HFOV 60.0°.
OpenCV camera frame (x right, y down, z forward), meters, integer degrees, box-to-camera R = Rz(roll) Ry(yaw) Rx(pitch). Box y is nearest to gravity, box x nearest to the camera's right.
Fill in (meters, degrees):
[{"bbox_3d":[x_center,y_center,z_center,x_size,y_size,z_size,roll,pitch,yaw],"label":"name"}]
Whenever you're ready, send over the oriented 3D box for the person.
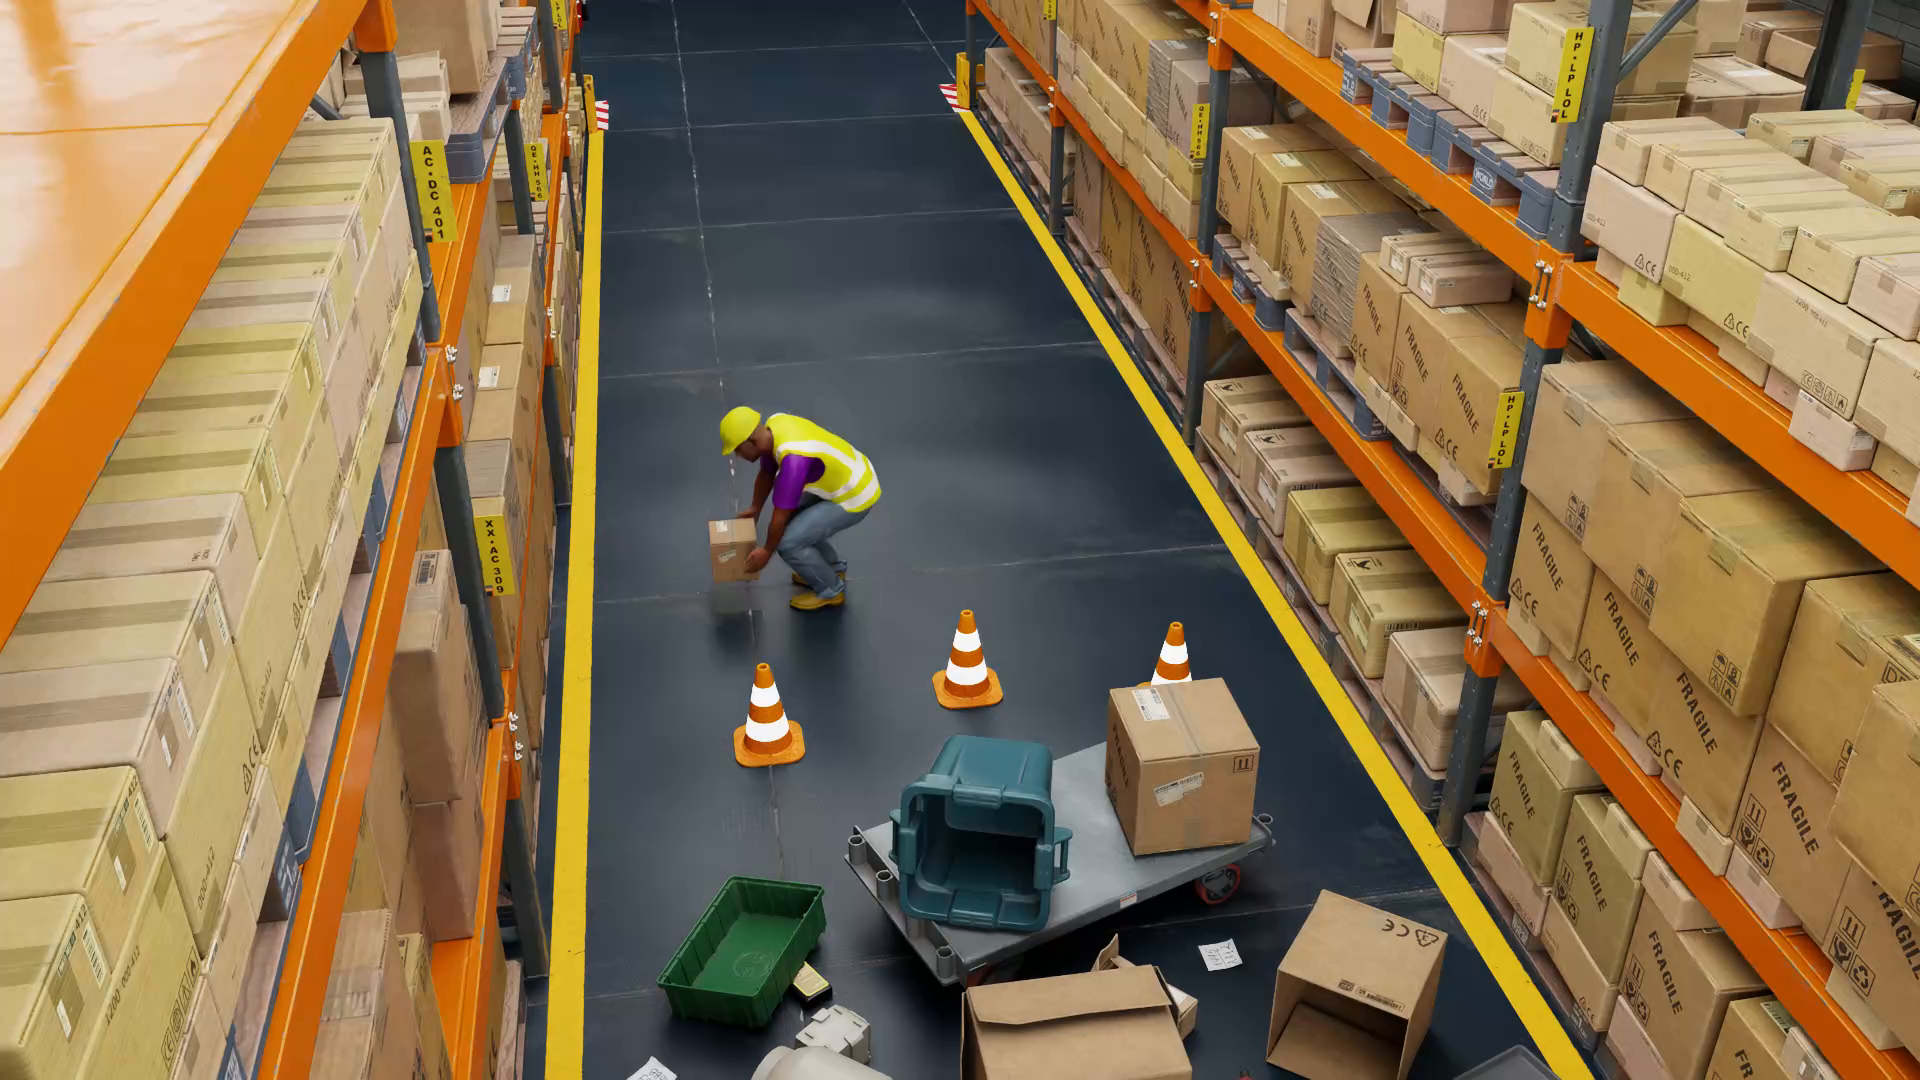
[{"bbox_3d":[-0.845,-0.197,8.999,0.839,1.204,0.620,-5,31,-9],"label":"person"}]
